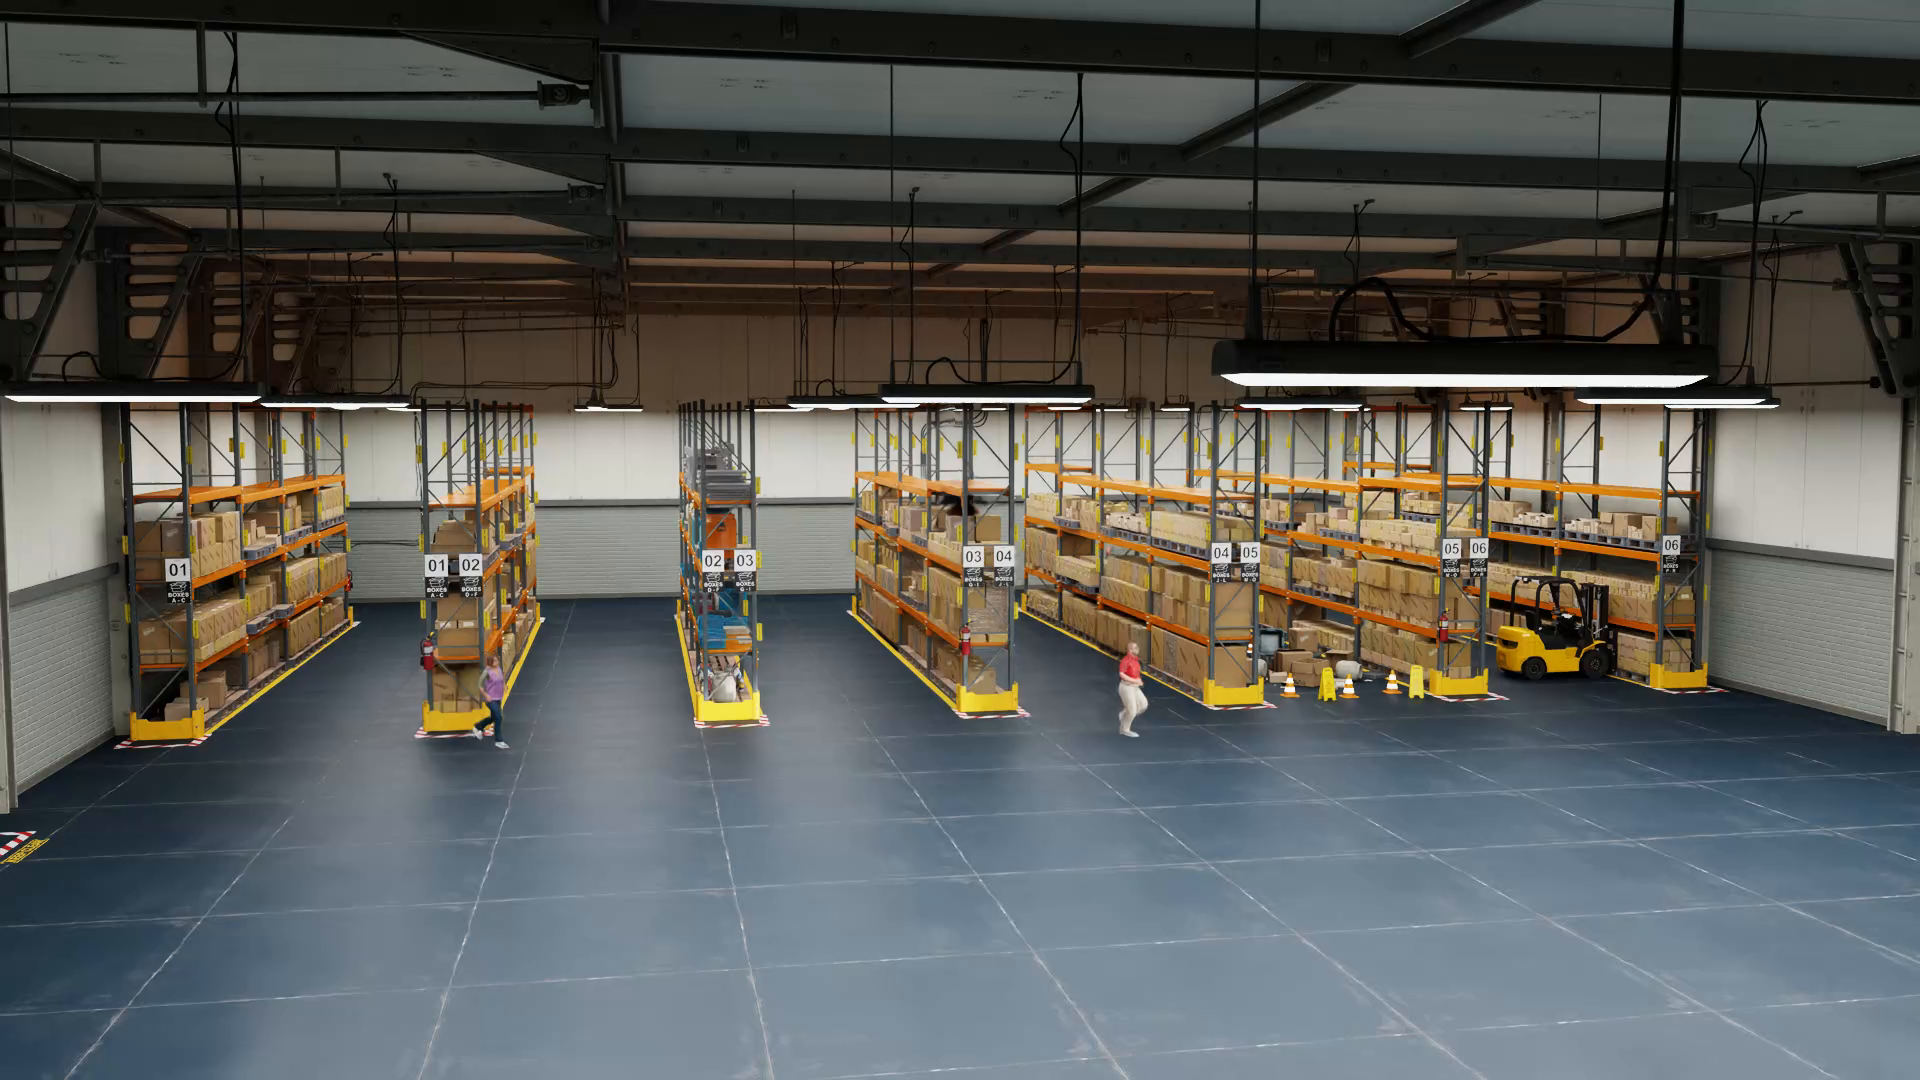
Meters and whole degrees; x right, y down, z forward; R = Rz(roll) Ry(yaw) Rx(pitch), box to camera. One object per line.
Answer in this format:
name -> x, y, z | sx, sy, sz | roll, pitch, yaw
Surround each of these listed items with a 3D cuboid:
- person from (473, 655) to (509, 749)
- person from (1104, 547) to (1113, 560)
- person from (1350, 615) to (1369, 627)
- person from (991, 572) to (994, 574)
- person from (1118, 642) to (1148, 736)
person -> -8.084, 2.760, 28.598 | 0.784, 1.604, 0.514 | 2, 5, 24
person -> 4.661, 1.037, 51.093 | 0.738, 1.680, 0.650 | -3, 5, -31
person -> 10.408, 1.670, 42.969 | 0.586, 1.688, 0.754 | -1, 4, -14
person -> 1.243, 1.154, 49.544 | 0.591, 1.691, 0.777 | -3, 5, -32
person -> 3.055, 2.657, 29.571 | 0.580, 1.682, 0.671 | 2, 5, 29
